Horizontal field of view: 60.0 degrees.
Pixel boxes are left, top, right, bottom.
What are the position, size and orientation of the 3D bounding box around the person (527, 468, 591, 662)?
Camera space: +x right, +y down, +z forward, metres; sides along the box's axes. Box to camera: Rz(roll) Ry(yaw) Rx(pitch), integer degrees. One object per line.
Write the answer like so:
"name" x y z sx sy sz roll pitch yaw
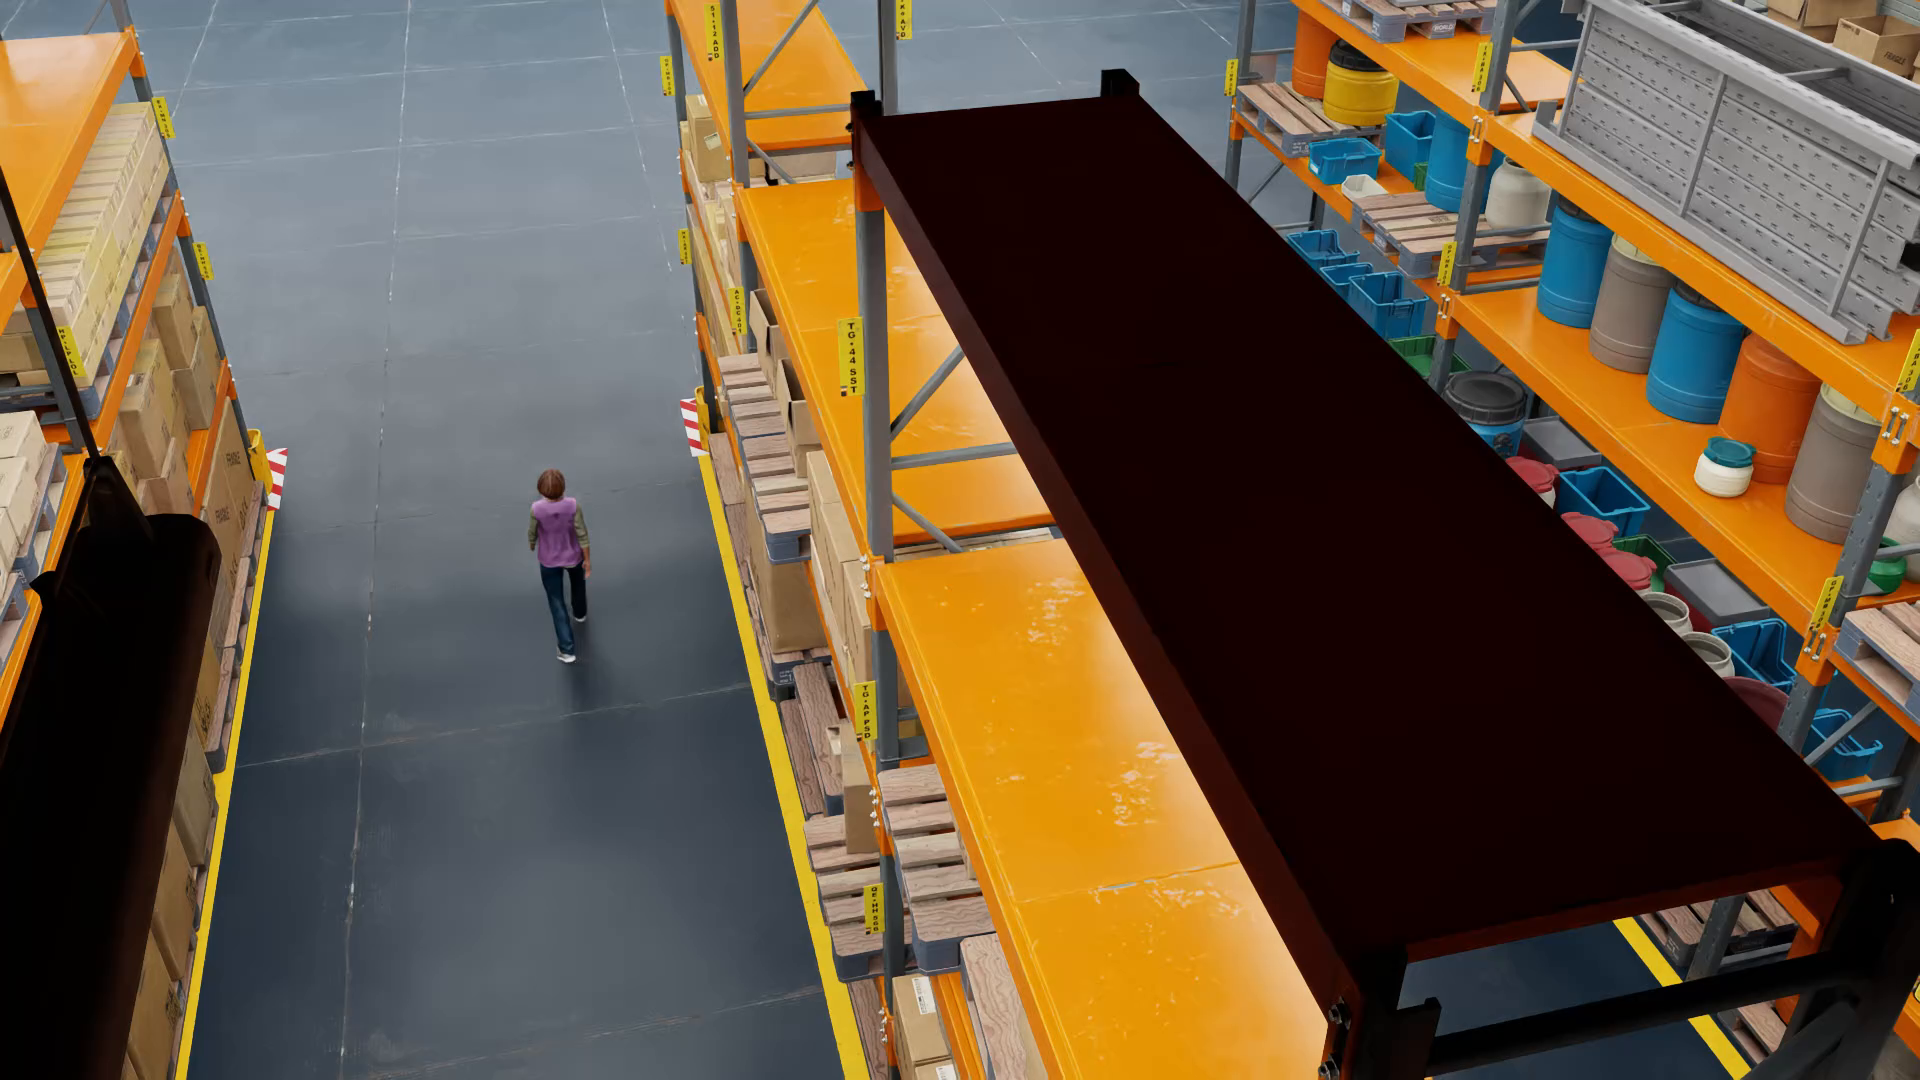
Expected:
"person" -3.000 0.113 12.517 0.441 1.553 0.888 -9 36 -13
